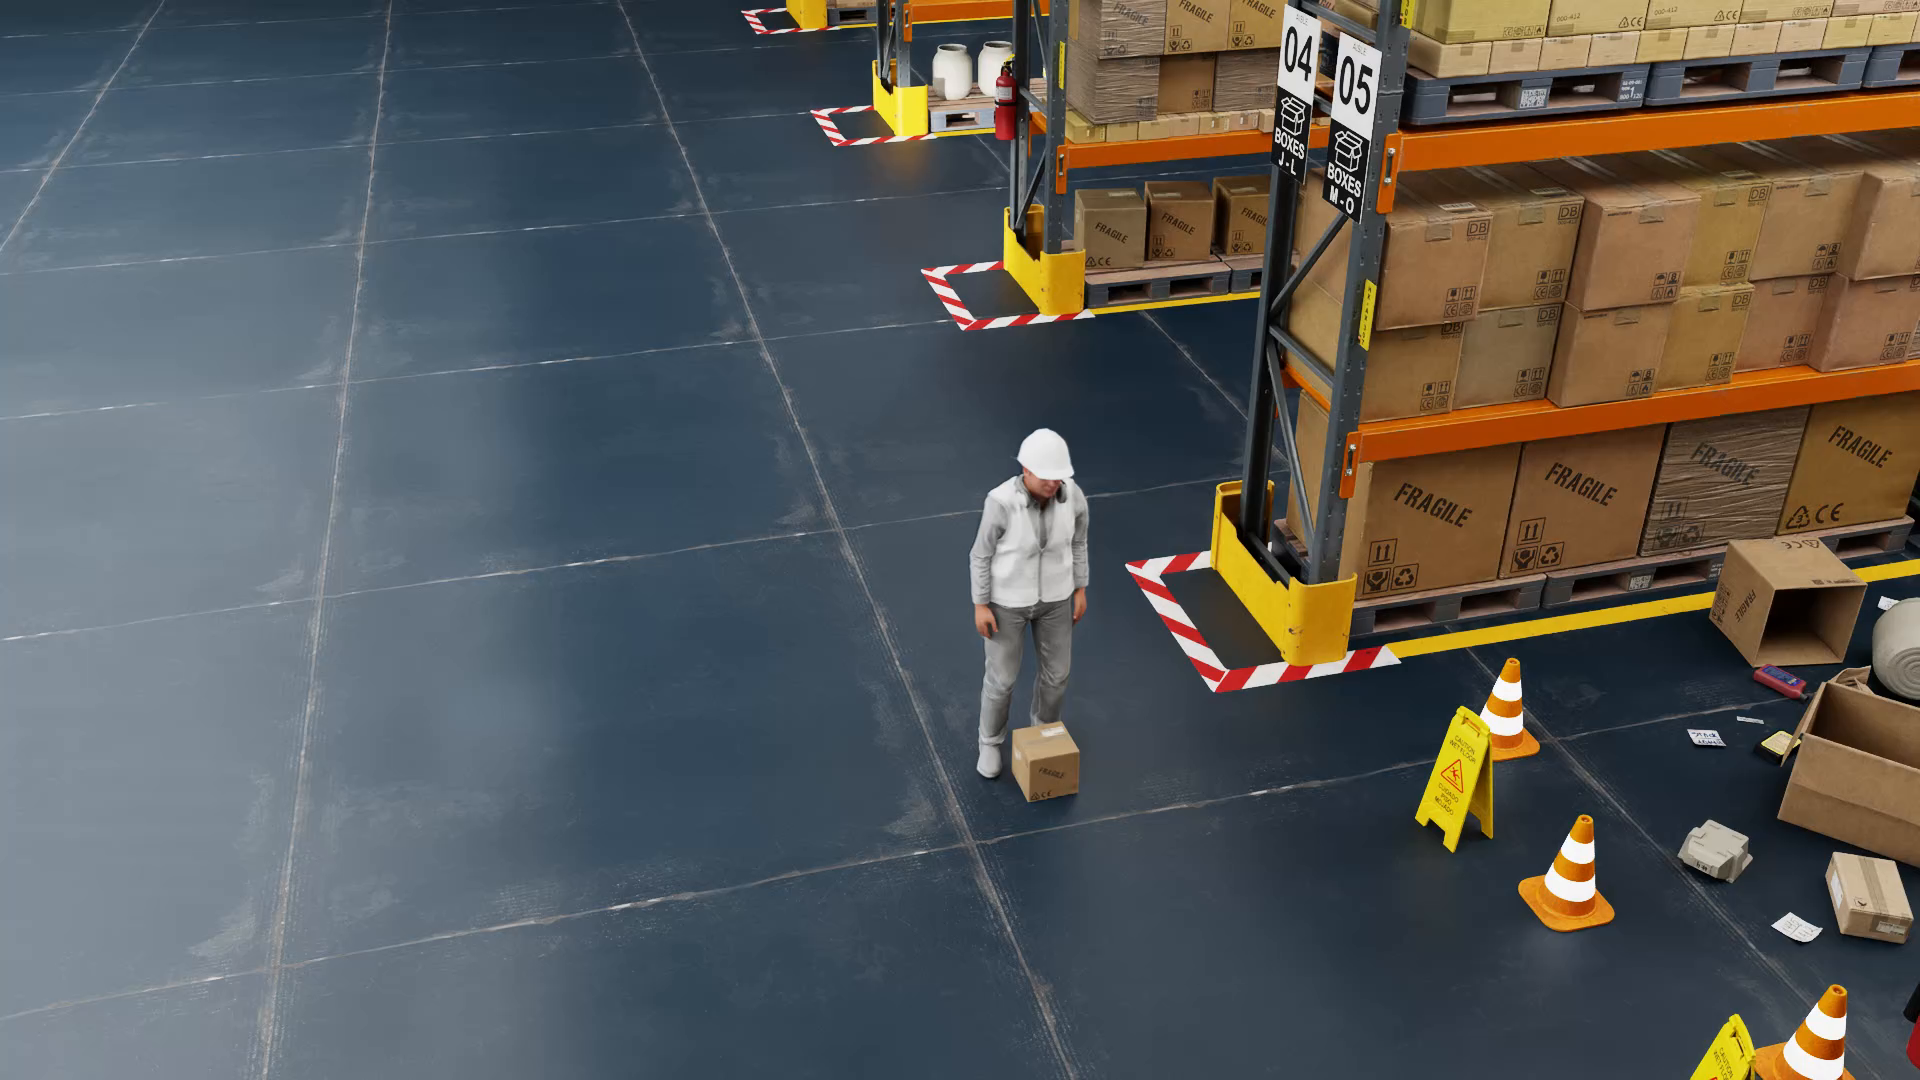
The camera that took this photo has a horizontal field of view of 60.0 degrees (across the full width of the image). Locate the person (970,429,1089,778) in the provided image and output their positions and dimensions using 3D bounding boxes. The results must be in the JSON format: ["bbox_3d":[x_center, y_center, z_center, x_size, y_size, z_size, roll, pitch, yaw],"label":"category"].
[{"bbox_3d":[0.332,0.269,7.750,0.581,1.769,0.465,-9,31,-16],"label":"person"}]
